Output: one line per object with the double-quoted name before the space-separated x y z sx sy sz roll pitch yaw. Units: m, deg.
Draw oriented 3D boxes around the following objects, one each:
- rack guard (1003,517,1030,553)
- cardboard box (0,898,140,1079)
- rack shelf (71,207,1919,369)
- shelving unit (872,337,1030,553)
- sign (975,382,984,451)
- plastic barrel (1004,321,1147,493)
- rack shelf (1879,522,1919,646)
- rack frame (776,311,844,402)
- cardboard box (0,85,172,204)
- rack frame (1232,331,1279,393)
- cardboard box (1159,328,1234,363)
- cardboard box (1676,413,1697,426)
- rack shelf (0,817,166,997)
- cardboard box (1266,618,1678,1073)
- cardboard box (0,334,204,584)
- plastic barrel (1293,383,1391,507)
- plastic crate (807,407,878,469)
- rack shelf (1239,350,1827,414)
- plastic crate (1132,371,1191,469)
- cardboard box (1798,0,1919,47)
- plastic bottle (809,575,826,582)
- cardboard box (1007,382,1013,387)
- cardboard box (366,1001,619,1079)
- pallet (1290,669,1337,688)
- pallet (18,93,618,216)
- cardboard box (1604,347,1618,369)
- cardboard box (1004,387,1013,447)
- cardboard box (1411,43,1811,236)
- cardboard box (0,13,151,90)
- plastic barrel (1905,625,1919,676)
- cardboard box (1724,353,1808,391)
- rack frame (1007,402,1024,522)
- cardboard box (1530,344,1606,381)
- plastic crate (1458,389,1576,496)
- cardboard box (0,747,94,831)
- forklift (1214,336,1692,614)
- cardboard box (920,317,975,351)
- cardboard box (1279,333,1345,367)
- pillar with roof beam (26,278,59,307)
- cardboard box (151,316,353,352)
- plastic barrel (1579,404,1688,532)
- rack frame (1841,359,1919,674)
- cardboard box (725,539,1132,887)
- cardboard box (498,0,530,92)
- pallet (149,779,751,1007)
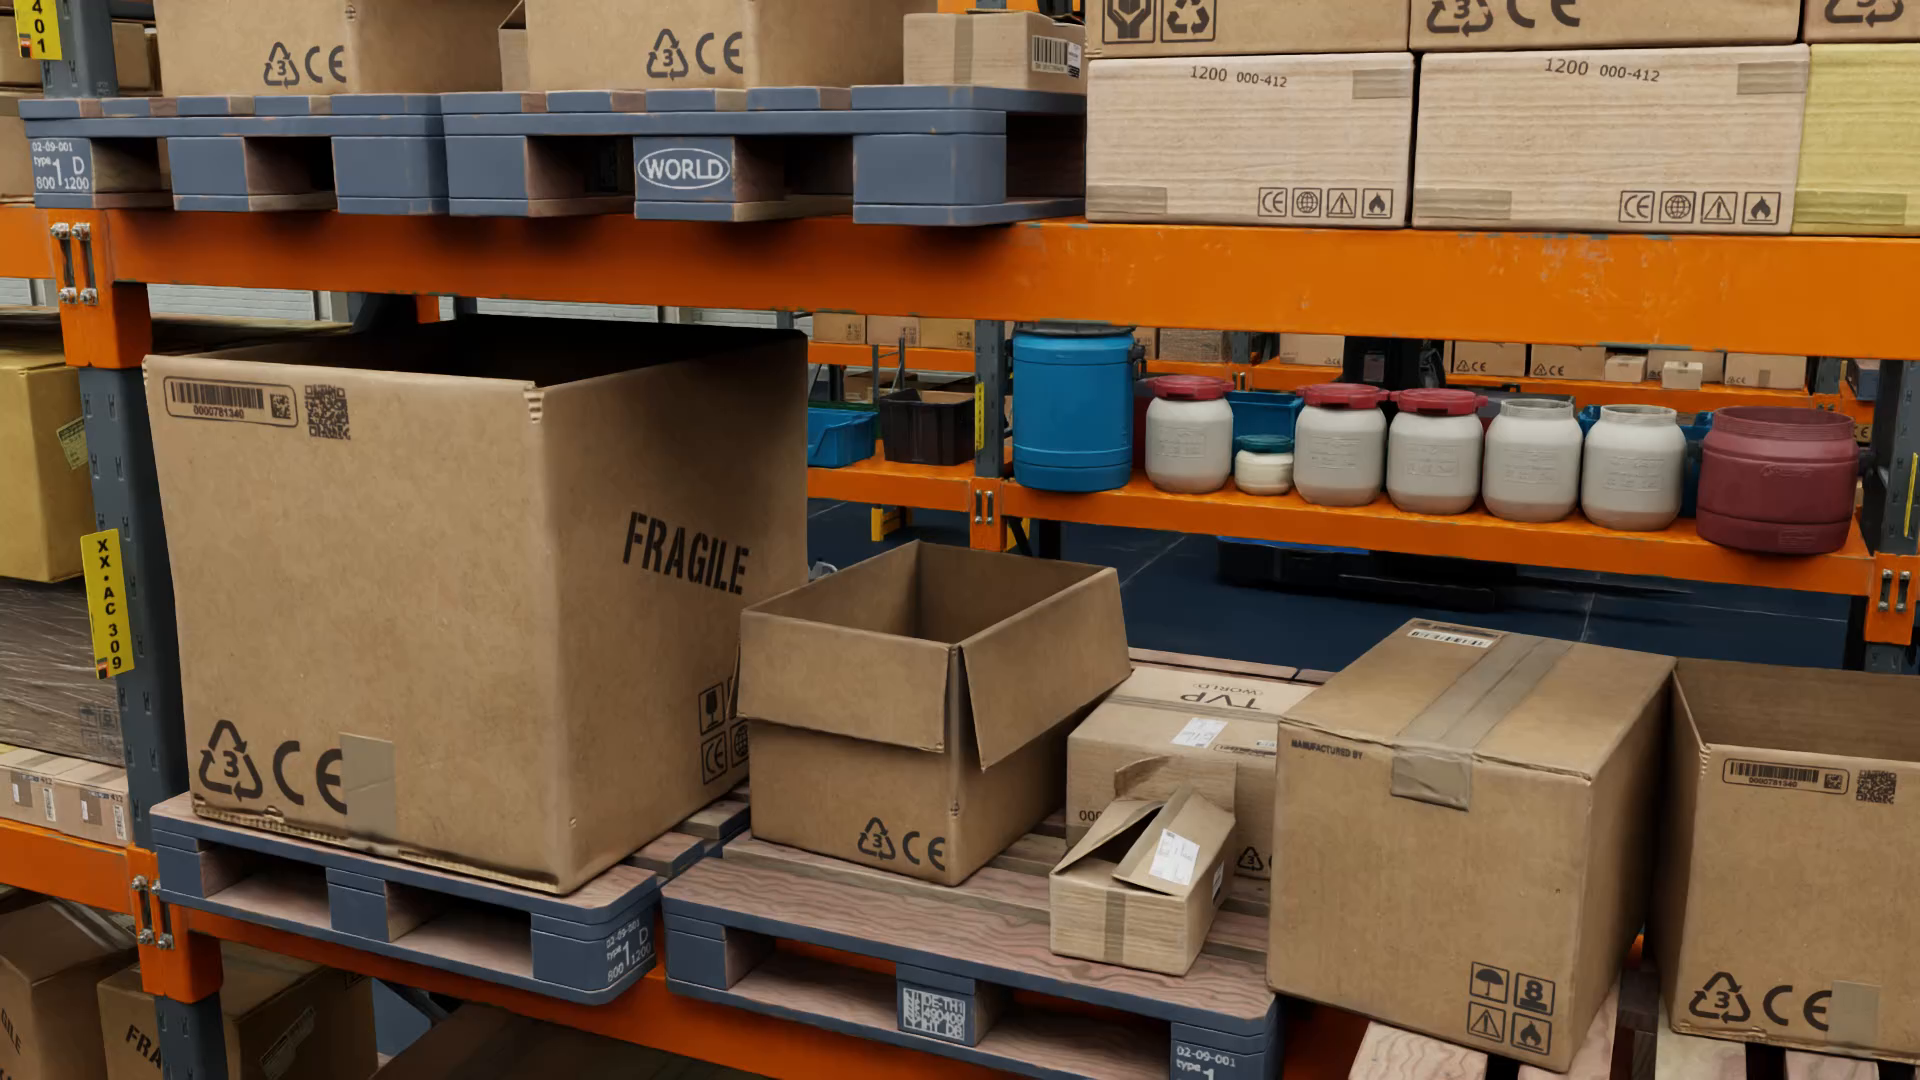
"rack guard" 0.386 -0.083 12.560 0.087 0.250 0.587 6 14 23
"cardboard box" -2.553 1.364 4.927 0.500 0.500 0.500 12 18 41
"rack shelf" 0.152 -0.476 3.228 4.000 0.370 1.077 6 14 23
"shelving unit" -0.070 -0.737 12.614 1.083 1.500 0.587 6 14 23
"sign" 0.097 -0.607 8.169 0.005 0.325 0.100 6 14 23
"plastic barrel" 0.560 -0.731 8.206 0.708 0.901 0.600 6 14 23
"rack shelf" 5.815 0.319 6.402 4.000 0.370 1.077 6 14 23
"rack frame" -1.318 -1.990 14.671 0.127 3.000 1.000 6 14 23
"cardboard box" -2.199 -0.926 3.899 0.500 0.250 0.500 6 15 25
"rack frame" 2.339 -1.620 13.093 0.127 3.000 1.000 6 14 23
"cardboard box" 1.931 -1.709 13.251 0.500 0.500 0.700 5 14 22
"cardboard box" 7.320 -1.338 16.400 0.500 0.500 0.700 6 14 24
"rack shelf" -3.505 0.614 5.148 4.000 0.370 1.077 6 14 23
"cardboard box" 0.920 0.493 2.949 0.500 0.500 0.700 8 16 32
"cardboard box" -2.199 -0.216 4.050 0.500 0.500 0.500 6 14 23
"plastic barrel" 1.786 -0.450 7.808 0.433 0.535 0.433 0 13 0
"plastic crate" -0.792 -0.559 8.897 0.616 0.251 0.499 6 14 23
"rack shelf" 4.168 -1.085 12.387 4.000 0.370 1.077 6 14 23
"plastic crate" 0.896 -0.636 8.760 0.583 0.464 0.402 6 14 23
"cardboard box" 1.443 -0.926 2.254 0.500 0.500 0.500 6 15 25
"plastic bottle" -0.839 0.341 9.735 0.135 0.276 0.152 6 14 23
"cardboard box" 0.670 -1.098 14.325 0.500 0.500 0.500 6 14 23
"cardboard box" -1.124 1.513 4.251 0.500 0.500 0.700 5 14 19
"pallet" 2.183 0.949 8.249 1.213 0.211 1.003 6 14 23
"pallet" -1.155 -0.841 3.617 1.003 0.211 1.213 6 14 23
"cardboard box" 6.352 -1.815 16.793 0.500 0.250 0.500 6 14 23
"cardboard box" 0.453 -0.986 13.848 0.500 0.500 0.500 6 14 23
"cardboard box" 0.988 -0.604 2.527 0.500 0.250 0.500 6 14 23
"cardboard box" -2.091 -1.103 3.777 0.250 0.149 0.380 6 15 25
"plastic barrel" 4.441 0.678 7.131 0.708 0.830 0.600 6 14 23
"cardboard box" 5.682 -1.249 11.708 0.500 0.311 0.500 7 15 27
"rack frame" 0.387 -0.691 12.417 0.032 1.500 0.500 6 14 23
"cardboard box" 4.456 -1.451 12.152 0.500 0.500 0.500 5 14 20
"plastic crate" 2.633 -0.460 8.011 0.583 0.464 0.402 6 14 23
"cardboard box" -2.217 0.587 4.236 0.250 0.149 0.380 6 14 23
"forklift" 3.318 -1.090 10.985 3.031 2.935 1.130 6 14 23
"cardboard box" 0.038 -1.898 14.060 0.500 0.500 0.700 6 14 24
"cardboard box" 2.807 -1.511 12.955 0.500 0.250 0.500 7 15 27
"pillar with roof beam" -16.525 -6.828 22.156 0.400 9.000 9.100 6 14 23
"cardboard box" -1.985 -0.326 4.521 0.500 0.500 0.500 6 14 23
"plastic barrel" 2.960 -0.321 7.311 0.421 0.512 0.421 0 13 0
"rack frame" 3.987 -0.216 7.108 0.127 3.000 1.000 6 14 23
"cardboard box" -0.054 0.335 3.616 0.637 0.503 0.797 7 15 29
"cardboard box" -0.776 -1.085 3.620 0.258 0.266 0.396 6 15 25
"pallet" -1.037 0.643 3.868 1.213 0.211 1.003 6 14 23
